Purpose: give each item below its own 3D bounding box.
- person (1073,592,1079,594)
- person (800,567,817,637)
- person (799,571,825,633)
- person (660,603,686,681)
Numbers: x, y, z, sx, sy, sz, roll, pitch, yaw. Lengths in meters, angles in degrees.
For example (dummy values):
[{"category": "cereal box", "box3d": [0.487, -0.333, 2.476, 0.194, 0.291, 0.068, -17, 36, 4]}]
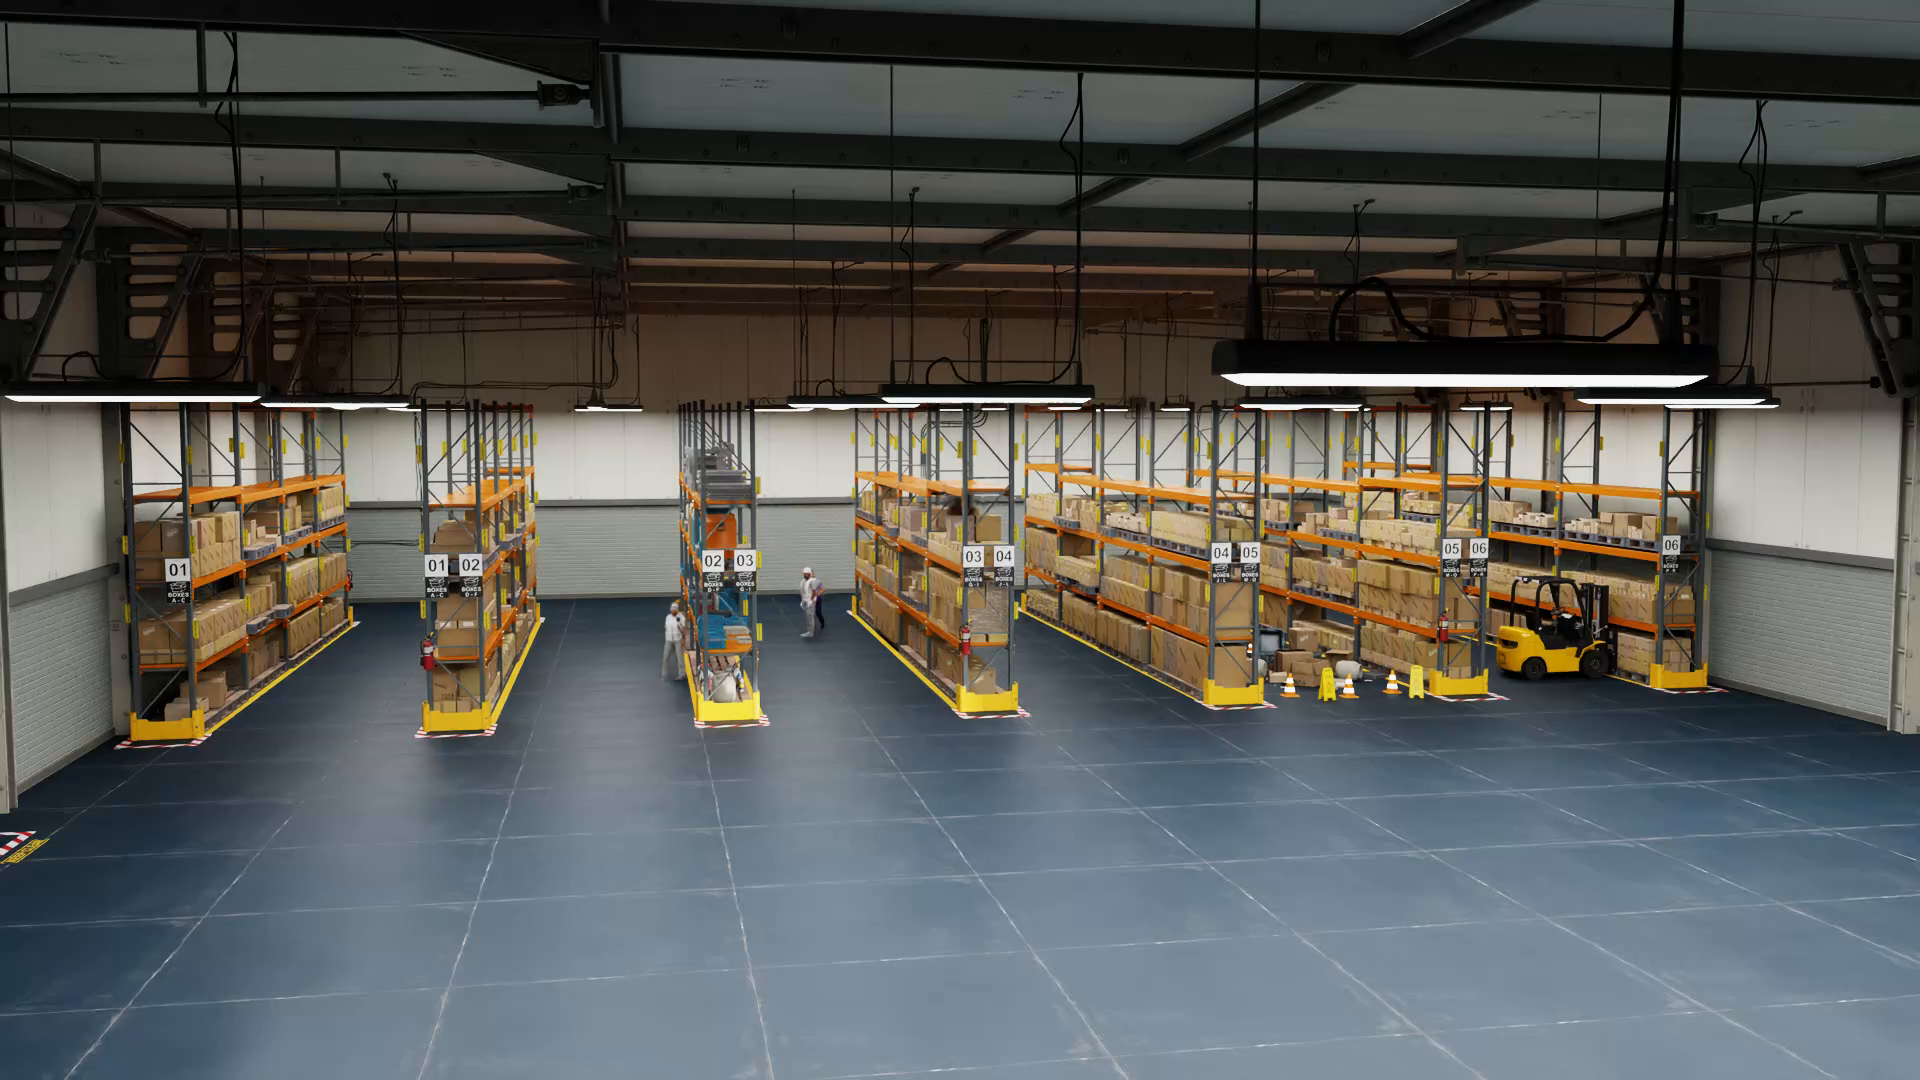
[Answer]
[{"category": "person", "box3d": [3.711, 0.942, 52.274, 0.466, 1.650, 0.609, 4, 6, 39]}, {"category": "person", "box3d": [-3.930, 1.595, 42.748, 0.436, 1.792, 0.570, -3, 5, -37]}, {"category": "person", "box3d": [-3.912, 1.617, 43.846, 0.662, 1.652, 0.806, 0, 4, 6]}, {"category": "person", "box3d": [-6.188, 2.213, 35.912, 0.553, 1.710, 0.460, 1, 4, 8]}]
